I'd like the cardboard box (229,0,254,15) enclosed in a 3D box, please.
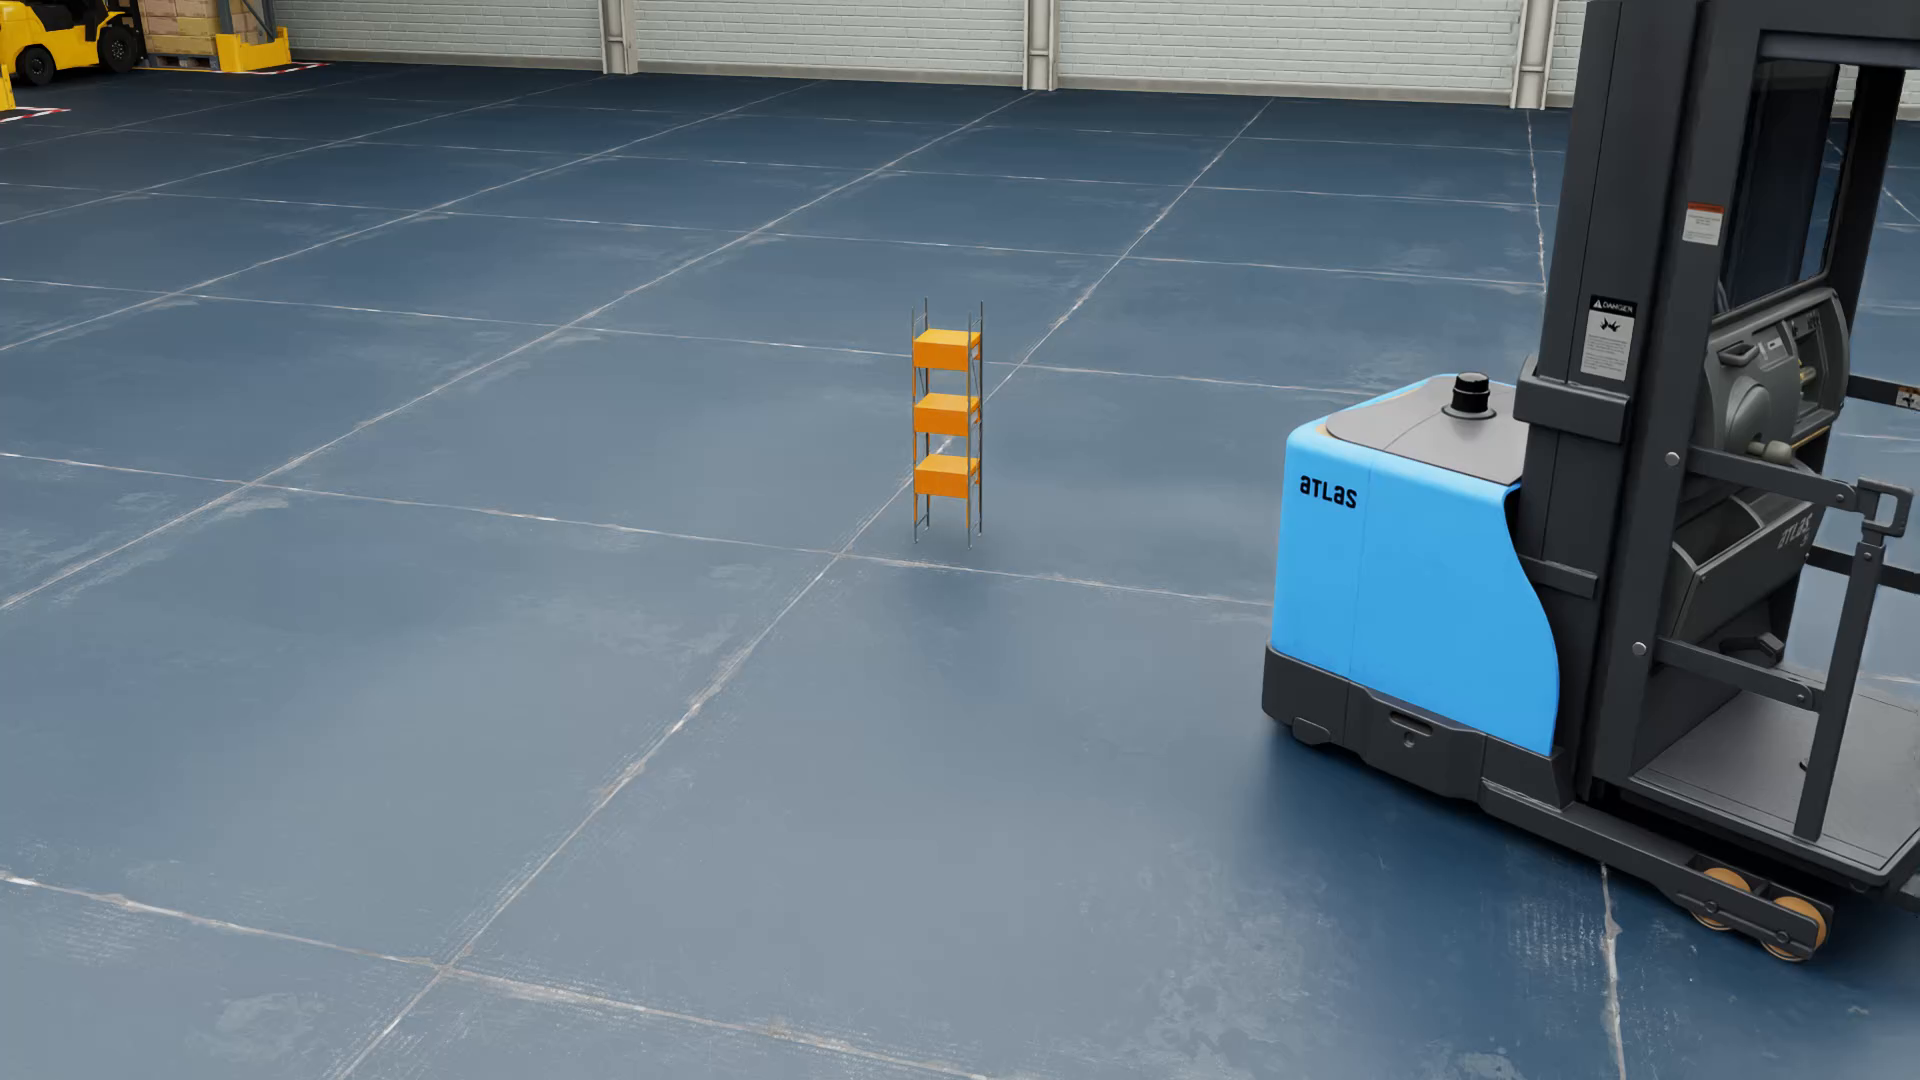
[{"bbox_3d":[-10.450,-7.638,23.691,0.500,0.250,0.500,6,23,15],"label":"cardboard box"}]

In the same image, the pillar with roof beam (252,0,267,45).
[{"bbox_3d":[-11.694,-9.747,19.175,0.400,9.000,9.100,7,23,16],"label":"pillar with roof beam"}]

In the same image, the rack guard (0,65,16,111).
[{"bbox_3d":[-11.547,-5.180,19.240,0.348,0.500,1.175,7,23,16],"label":"rack guard"}]

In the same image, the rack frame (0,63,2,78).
[{"bbox_3d":[-11.474,-6.328,18.745,0.127,3.000,1.000,7,23,16],"label":"rack frame"}]

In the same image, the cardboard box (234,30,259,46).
[{"bbox_3d":[-10.458,-7.179,23.889,0.500,0.250,0.500,7,23,16],"label":"cardboard box"}]

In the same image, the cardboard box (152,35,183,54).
[{"bbox_3d":[-11.059,-7.049,23.572,0.500,0.250,0.500,7,23,15],"label":"cardboard box"}]

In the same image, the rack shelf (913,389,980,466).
[{"bbox_3d":[-0.051,-0.482,7.089,0.240,0.259,0.215,7,23,16],"label":"rack shelf"}]

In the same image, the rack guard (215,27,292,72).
[{"bbox_3d":[-10.021,-6.973,23.611,0.348,0.500,1.175,7,23,16],"label":"rack guard"}]

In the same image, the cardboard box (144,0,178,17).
[{"bbox_3d":[-11.066,-7.508,23.373,0.500,0.250,0.500,7,23,16],"label":"cardboard box"}]

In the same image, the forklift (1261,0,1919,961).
[{"bbox_3d":[2.414,-0.440,4.481,1.130,2.935,3.031,-20,30,-40],"label":"forklift"}]

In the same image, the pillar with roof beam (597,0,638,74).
[{"bbox_3d":[-5.950,-9.090,17.572,0.400,9.000,9.100,7,23,16],"label":"pillar with roof beam"}]

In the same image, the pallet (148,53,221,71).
[{"bbox_3d":[-10.788,-6.911,23.839,1.213,0.211,1.003,7,23,16],"label":"pallet"}]

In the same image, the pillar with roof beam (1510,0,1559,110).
[{"bbox_3d":[5.539,-7.774,14.365,0.400,9.000,9.100,7,23,16],"label":"pillar with roof beam"}]

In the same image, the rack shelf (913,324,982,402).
[{"bbox_3d":[-0.051,-0.744,6.981,0.240,0.259,0.215,7,23,16],"label":"rack shelf"}]

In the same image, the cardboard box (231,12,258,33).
[{"bbox_3d":[-10.434,-7.413,23.799,0.500,0.250,0.500,7,23,16],"label":"cardboard box"}]

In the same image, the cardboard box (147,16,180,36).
[{"bbox_3d":[-11.077,-7.284,23.487,0.500,0.250,0.500,6,23,15],"label":"cardboard box"}]

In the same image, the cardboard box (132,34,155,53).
[{"bbox_3d":[-11.535,-7.107,23.713,0.500,0.250,0.500,7,23,16],"label":"cardboard box"}]

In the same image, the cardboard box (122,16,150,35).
[{"bbox_3d":[-11.578,-7.333,23.606,0.500,0.250,0.500,6,23,14],"label":"cardboard box"}]

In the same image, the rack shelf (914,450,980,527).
[{"bbox_3d":[-0.051,-0.225,7.195,0.240,0.259,0.215,7,23,16],"label":"rack shelf"}]

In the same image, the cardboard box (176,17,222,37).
[{"bbox_3d":[-10.600,-7.225,23.343,0.500,0.250,0.500,6,23,15],"label":"cardboard box"}]

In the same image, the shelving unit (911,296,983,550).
[{"bbox_3d":[-0.051,-0.492,7.085,0.252,1.050,0.215,7,23,16],"label":"shelving unit"}]

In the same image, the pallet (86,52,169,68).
[{"bbox_3d":[-11.953,-7.045,24.167,1.213,0.211,1.003,7,23,15],"label":"pallet"}]

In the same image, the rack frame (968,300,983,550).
[{"bbox_3d":[0.066,-0.478,7.052,0.008,1.050,0.200,7,23,16],"label":"rack frame"}]

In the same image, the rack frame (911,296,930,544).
[{"bbox_3d":[-0.168,-0.505,7.118,0.008,1.050,0.200,7,23,16],"label":"rack frame"}]

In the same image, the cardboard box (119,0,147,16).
[{"bbox_3d":[-11.552,-7.560,23.499,0.500,0.250,0.500,7,23,16],"label":"cardboard box"}]

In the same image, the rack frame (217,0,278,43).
[{"bbox_3d":[-10.044,-8.132,23.143,0.127,3.000,1.000,7,23,16],"label":"rack frame"}]

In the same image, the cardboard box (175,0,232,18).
[{"bbox_3d":[-10.575,-7.454,23.242,0.500,0.250,0.500,7,23,17],"label":"cardboard box"}]

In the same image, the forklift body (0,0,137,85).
[{"bbox_3d":[-12.387,-7.284,22.194,1.214,2.155,2.313,7,23,16],"label":"forklift body"}]

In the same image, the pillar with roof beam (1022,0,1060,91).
[{"bbox_3d":[-0.205,-8.432,15.968,0.400,9.000,9.100,7,23,16],"label":"pillar with roof beam"}]

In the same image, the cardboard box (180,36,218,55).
[{"bbox_3d":[-10.585,-6.991,23.430,0.500,0.250,0.500,7,23,16],"label":"cardboard box"}]
